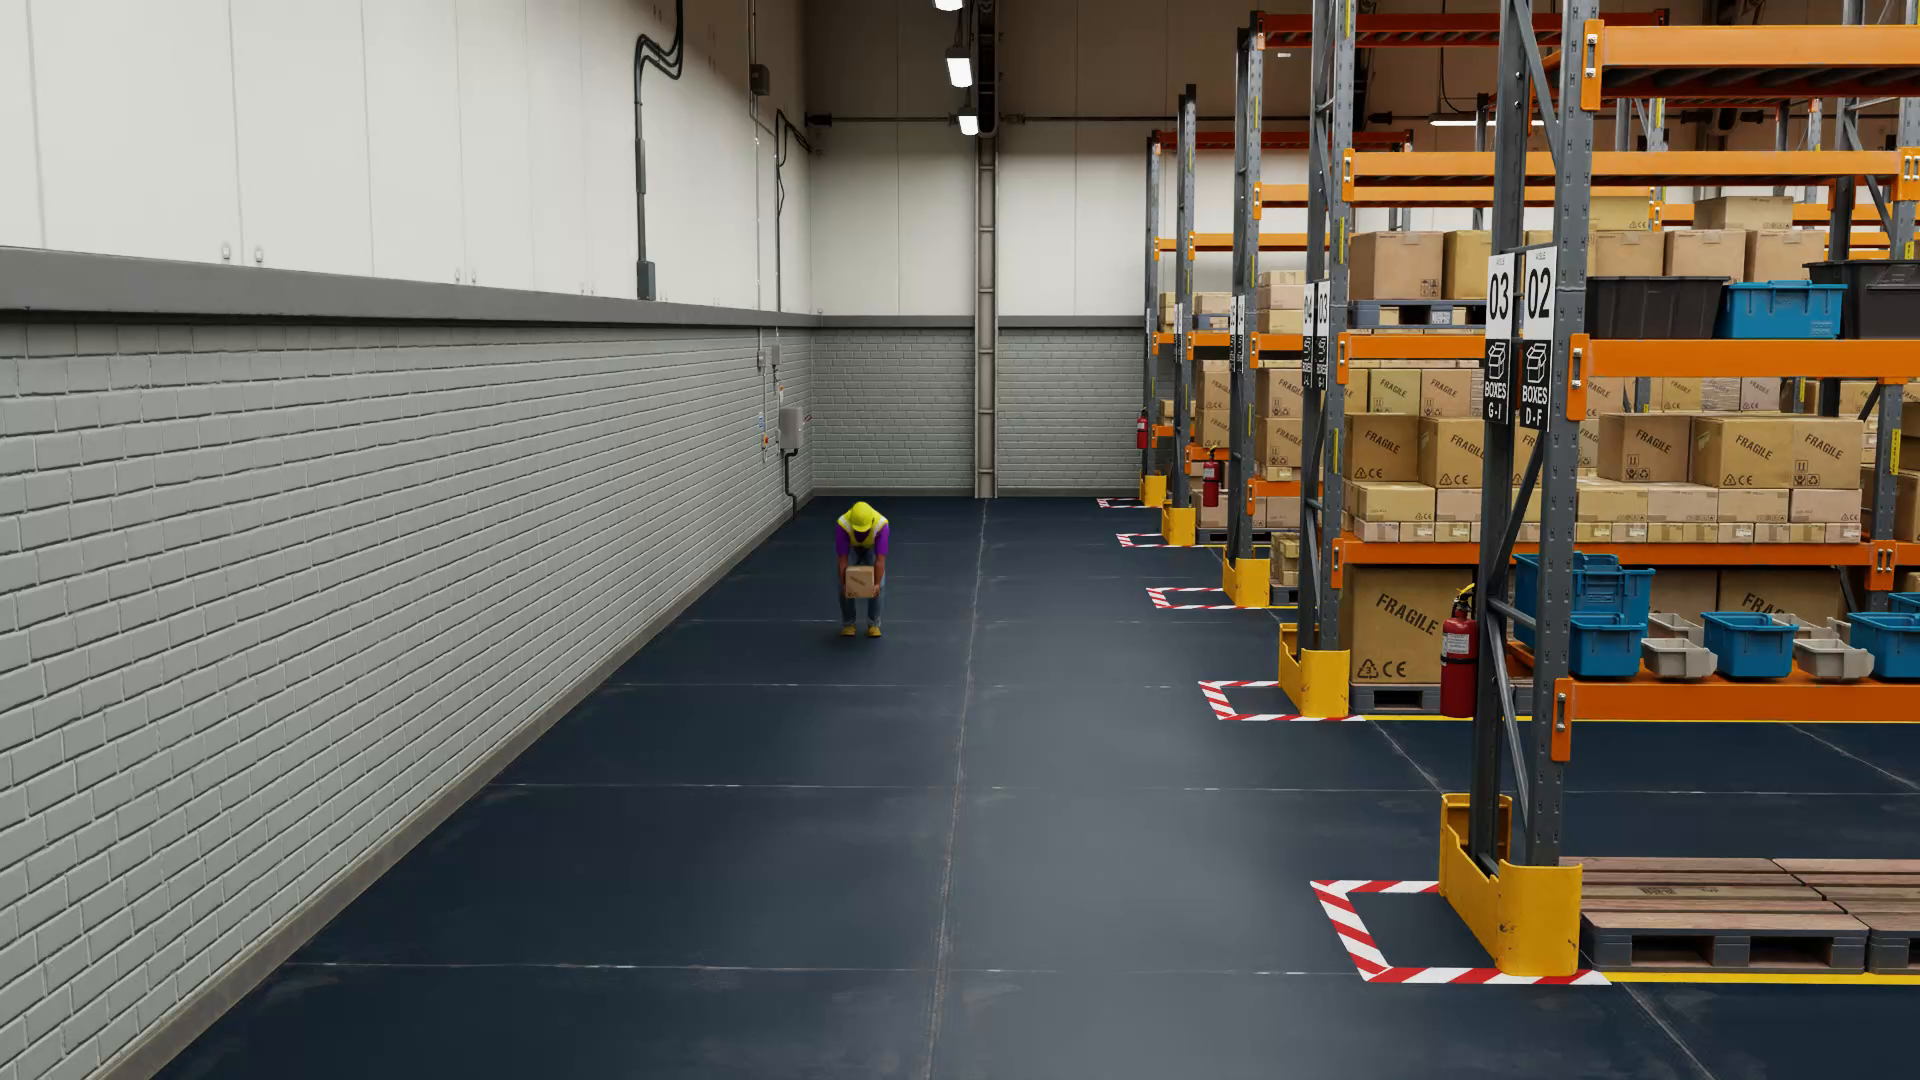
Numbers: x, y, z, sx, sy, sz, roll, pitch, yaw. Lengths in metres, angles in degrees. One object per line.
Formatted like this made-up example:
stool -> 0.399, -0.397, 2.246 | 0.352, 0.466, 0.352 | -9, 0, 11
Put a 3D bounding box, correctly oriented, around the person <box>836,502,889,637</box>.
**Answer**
person -> -0.897, 0.262, 15.396 | 0.494, 1.311, 0.923 | 0, 7, -1
